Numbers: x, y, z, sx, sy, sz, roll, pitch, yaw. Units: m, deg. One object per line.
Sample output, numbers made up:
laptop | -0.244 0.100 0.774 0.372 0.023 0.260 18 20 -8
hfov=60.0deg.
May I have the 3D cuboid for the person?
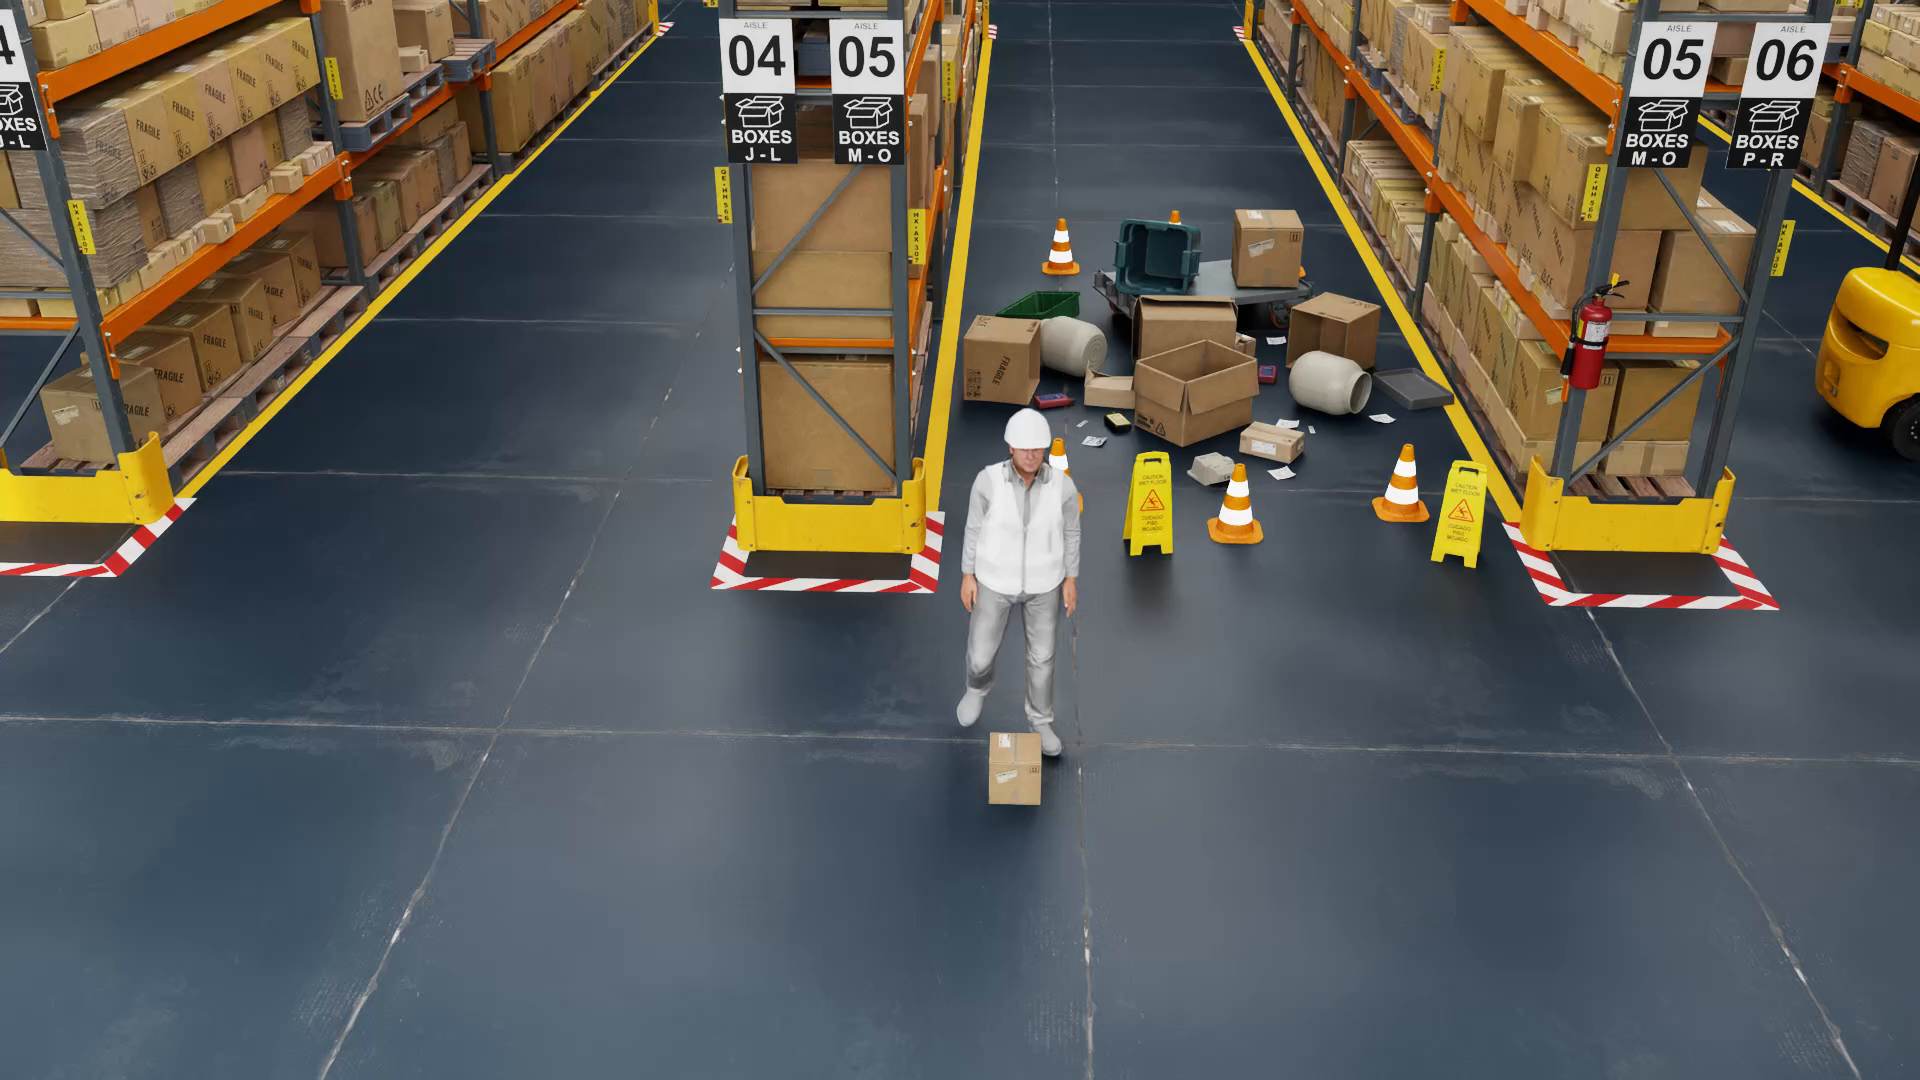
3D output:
person | 0.294 0.202 8.166 0.605 1.778 0.535 -2 28 -5
